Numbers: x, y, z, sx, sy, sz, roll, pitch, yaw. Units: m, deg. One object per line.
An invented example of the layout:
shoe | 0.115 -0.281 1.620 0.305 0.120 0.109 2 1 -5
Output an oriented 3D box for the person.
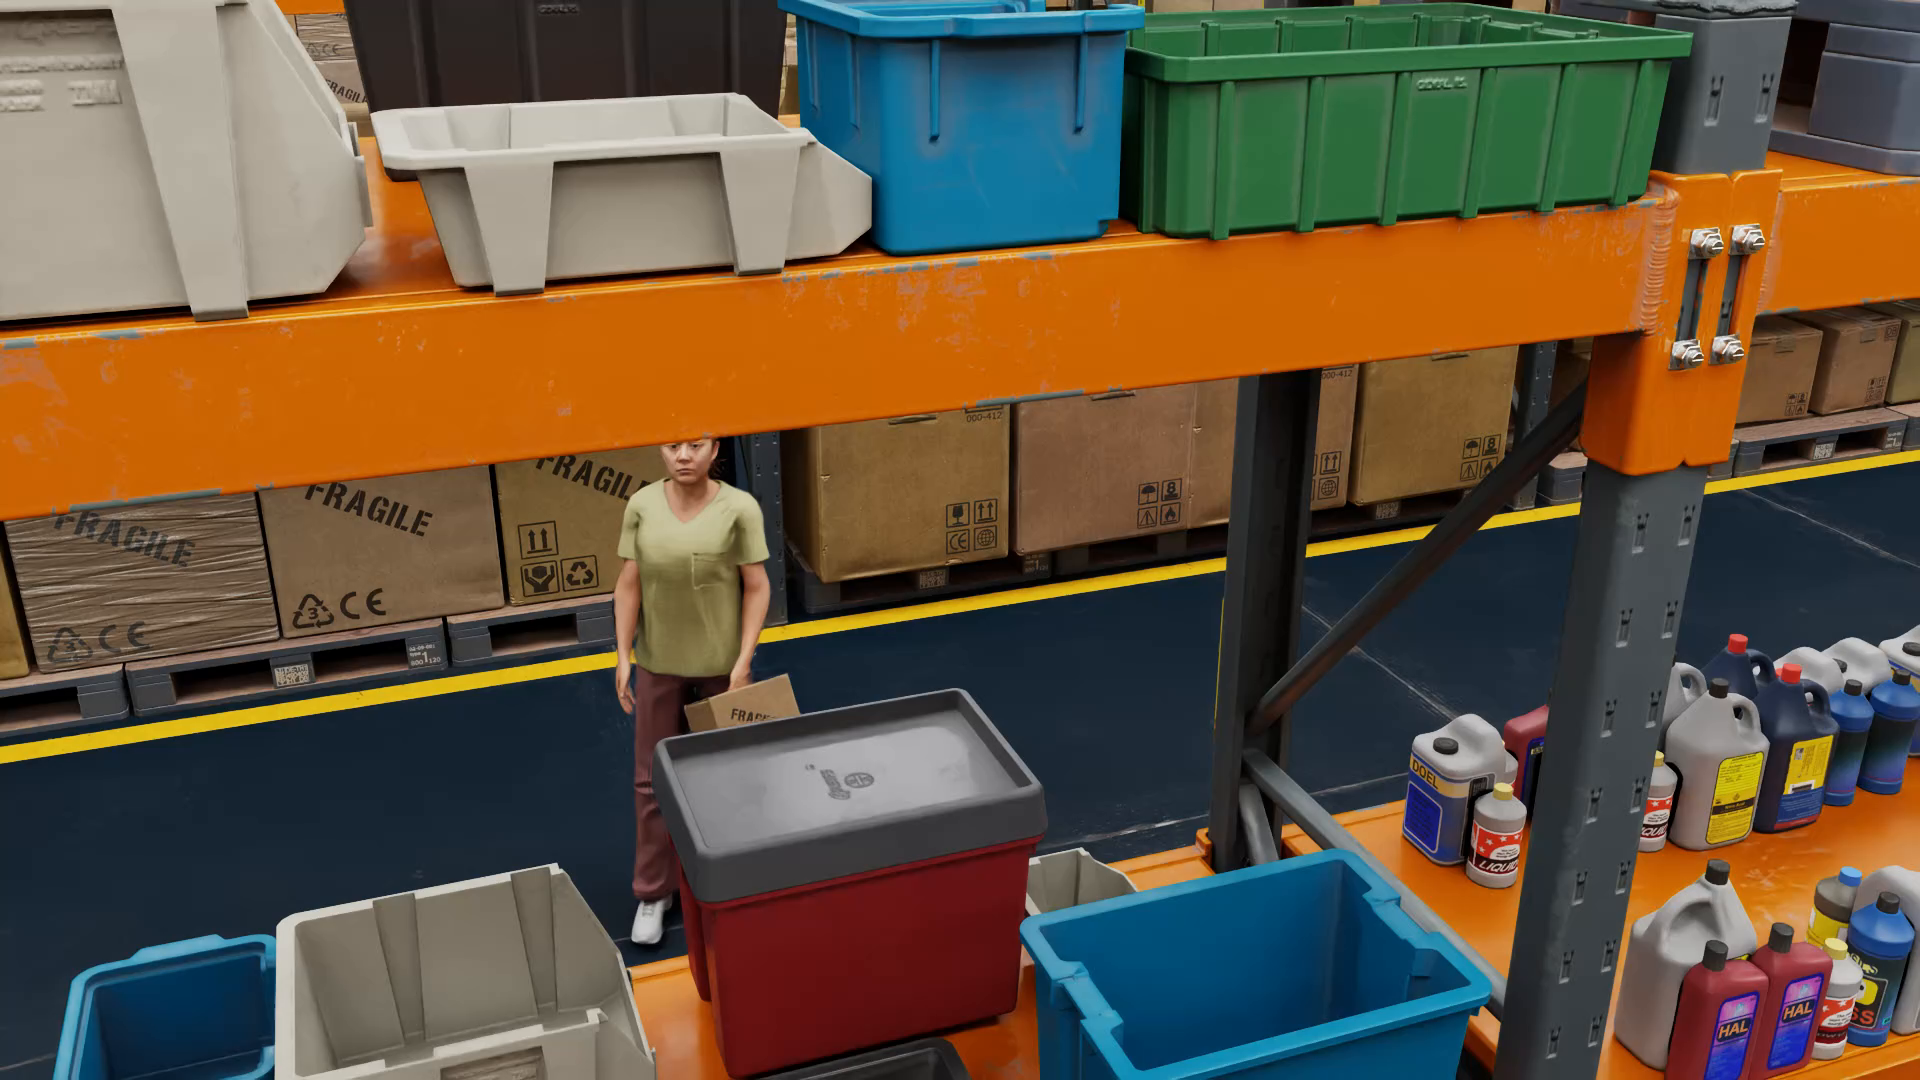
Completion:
person | -0.810 0.408 5.107 0.472 1.671 0.546 0 23 -1
